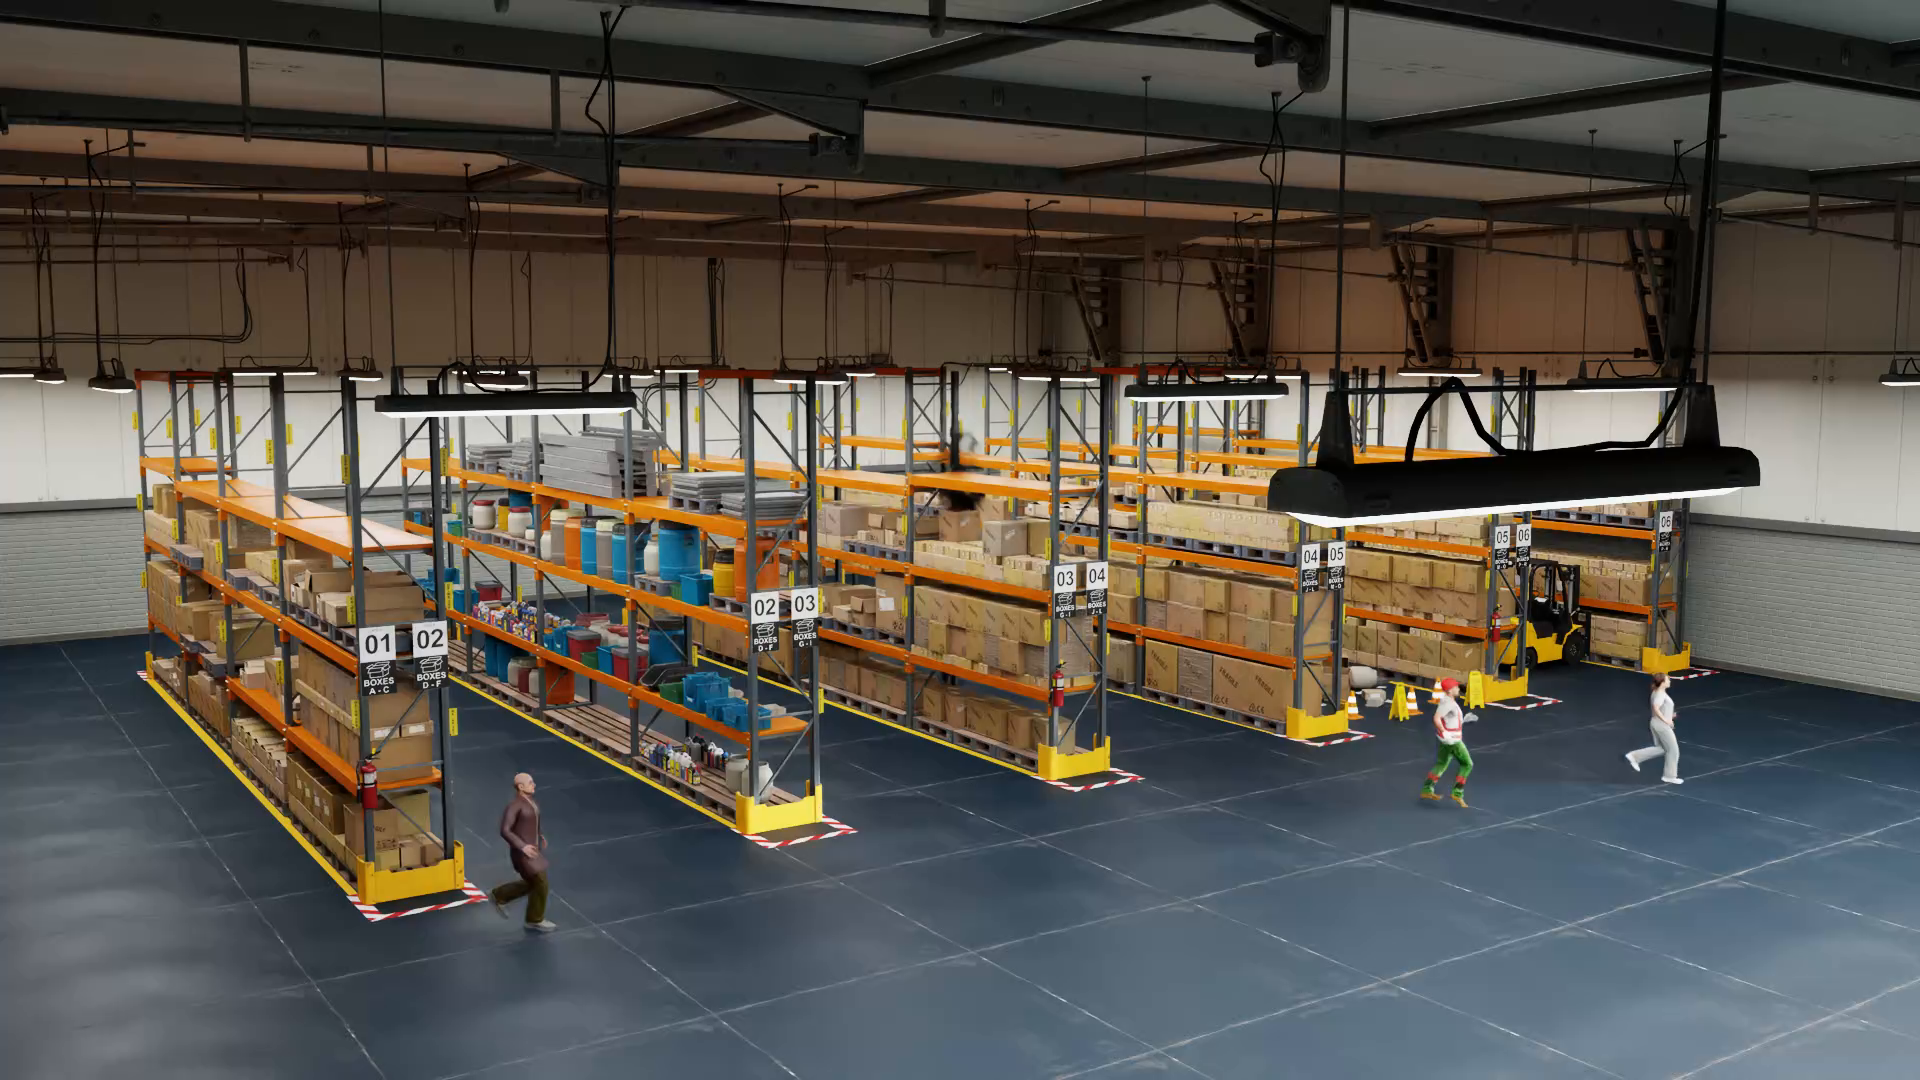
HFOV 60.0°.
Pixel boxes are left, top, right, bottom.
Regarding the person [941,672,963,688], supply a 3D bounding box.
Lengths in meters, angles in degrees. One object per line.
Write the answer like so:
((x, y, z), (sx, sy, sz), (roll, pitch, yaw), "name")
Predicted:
((-0.082, 2.008, 31.143), (0.587, 1.683, 0.866), (-4, 8, -35), "person")

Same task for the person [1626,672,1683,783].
((10.271, 2.765, 24.487), (0.818, 1.660, 0.566), (1, 6, 7), "person")

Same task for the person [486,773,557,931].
((-4.842, 3.419, 18.254), (0.808, 1.756, 0.739), (0, 6, 1), "person")

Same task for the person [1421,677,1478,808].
((6.851, 2.830, 23.212), (0.758, 1.838, 0.646), (0, 6, 3), "person")
